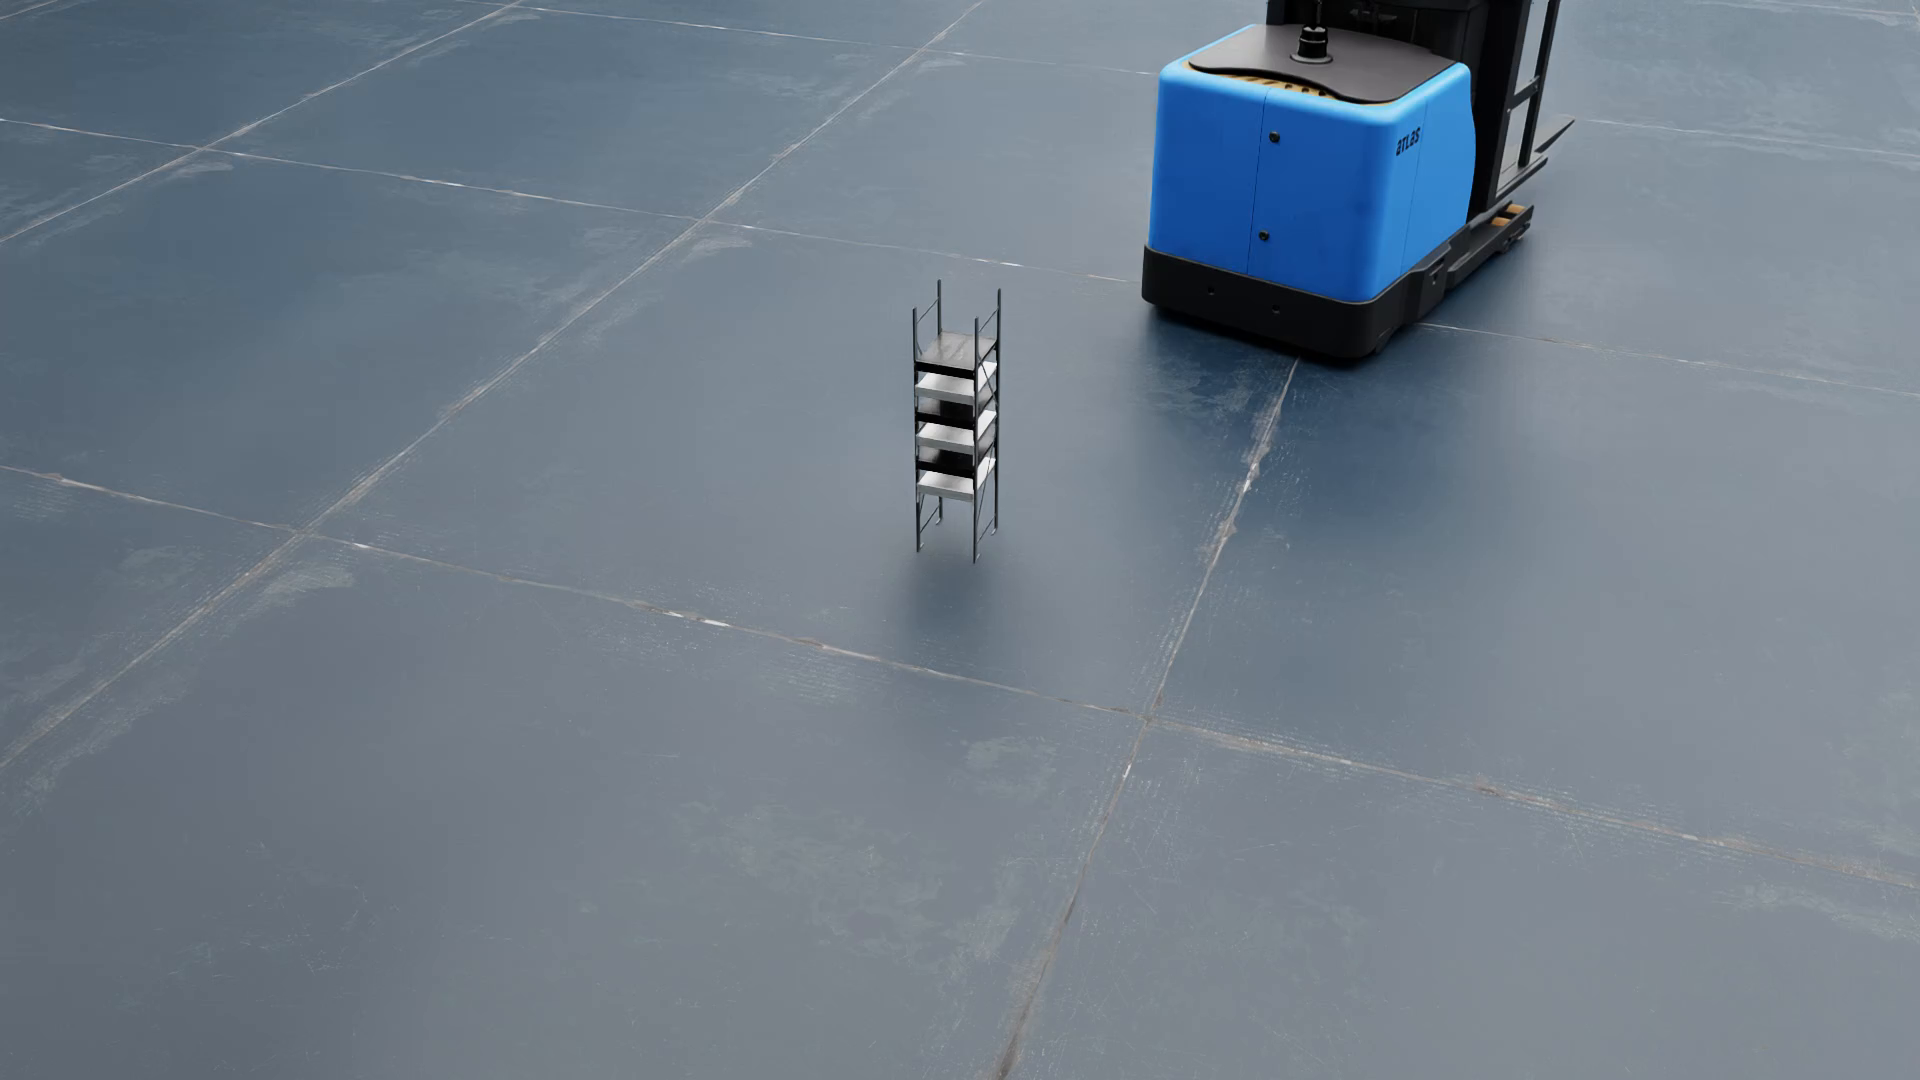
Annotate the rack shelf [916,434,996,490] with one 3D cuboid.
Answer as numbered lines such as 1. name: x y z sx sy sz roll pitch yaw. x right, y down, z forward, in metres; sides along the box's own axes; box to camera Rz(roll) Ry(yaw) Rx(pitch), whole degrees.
1. rack shelf: -0.008 -0.276 5.512 0.200 0.077 0.258 11 34 16

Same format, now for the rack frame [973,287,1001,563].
1. rack frame: 0.088 -0.361 5.416 0.006 0.900 0.240 11 34 16

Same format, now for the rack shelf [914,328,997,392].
1. rack shelf: -0.008 -0.578 5.316 0.200 0.077 0.258 11 34 16

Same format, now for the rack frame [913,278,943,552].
1. rack frame: -0.103 -0.398 5.473 0.006 0.900 0.240 11 34 16

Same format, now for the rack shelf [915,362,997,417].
1. rack shelf: -0.008 -0.503 5.365 0.200 0.077 0.258 11 34 16

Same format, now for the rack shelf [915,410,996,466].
1. rack shelf: -0.008 -0.352 5.463 0.200 0.077 0.258 11 34 16

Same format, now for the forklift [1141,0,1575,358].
1. forklift: 2.058 -2.709 7.180 1.130 2.935 3.031 22 39 30

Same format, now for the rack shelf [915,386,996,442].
1. rack shelf: -0.008 -0.427 5.414 0.200 0.077 0.258 11 34 16

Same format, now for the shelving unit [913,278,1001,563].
1. shelving unit: -0.008 -0.380 5.445 0.210 0.900 0.258 11 34 16

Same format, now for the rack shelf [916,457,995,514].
1. rack shelf: -0.008 -0.200 5.560 0.200 0.077 0.258 11 34 16
